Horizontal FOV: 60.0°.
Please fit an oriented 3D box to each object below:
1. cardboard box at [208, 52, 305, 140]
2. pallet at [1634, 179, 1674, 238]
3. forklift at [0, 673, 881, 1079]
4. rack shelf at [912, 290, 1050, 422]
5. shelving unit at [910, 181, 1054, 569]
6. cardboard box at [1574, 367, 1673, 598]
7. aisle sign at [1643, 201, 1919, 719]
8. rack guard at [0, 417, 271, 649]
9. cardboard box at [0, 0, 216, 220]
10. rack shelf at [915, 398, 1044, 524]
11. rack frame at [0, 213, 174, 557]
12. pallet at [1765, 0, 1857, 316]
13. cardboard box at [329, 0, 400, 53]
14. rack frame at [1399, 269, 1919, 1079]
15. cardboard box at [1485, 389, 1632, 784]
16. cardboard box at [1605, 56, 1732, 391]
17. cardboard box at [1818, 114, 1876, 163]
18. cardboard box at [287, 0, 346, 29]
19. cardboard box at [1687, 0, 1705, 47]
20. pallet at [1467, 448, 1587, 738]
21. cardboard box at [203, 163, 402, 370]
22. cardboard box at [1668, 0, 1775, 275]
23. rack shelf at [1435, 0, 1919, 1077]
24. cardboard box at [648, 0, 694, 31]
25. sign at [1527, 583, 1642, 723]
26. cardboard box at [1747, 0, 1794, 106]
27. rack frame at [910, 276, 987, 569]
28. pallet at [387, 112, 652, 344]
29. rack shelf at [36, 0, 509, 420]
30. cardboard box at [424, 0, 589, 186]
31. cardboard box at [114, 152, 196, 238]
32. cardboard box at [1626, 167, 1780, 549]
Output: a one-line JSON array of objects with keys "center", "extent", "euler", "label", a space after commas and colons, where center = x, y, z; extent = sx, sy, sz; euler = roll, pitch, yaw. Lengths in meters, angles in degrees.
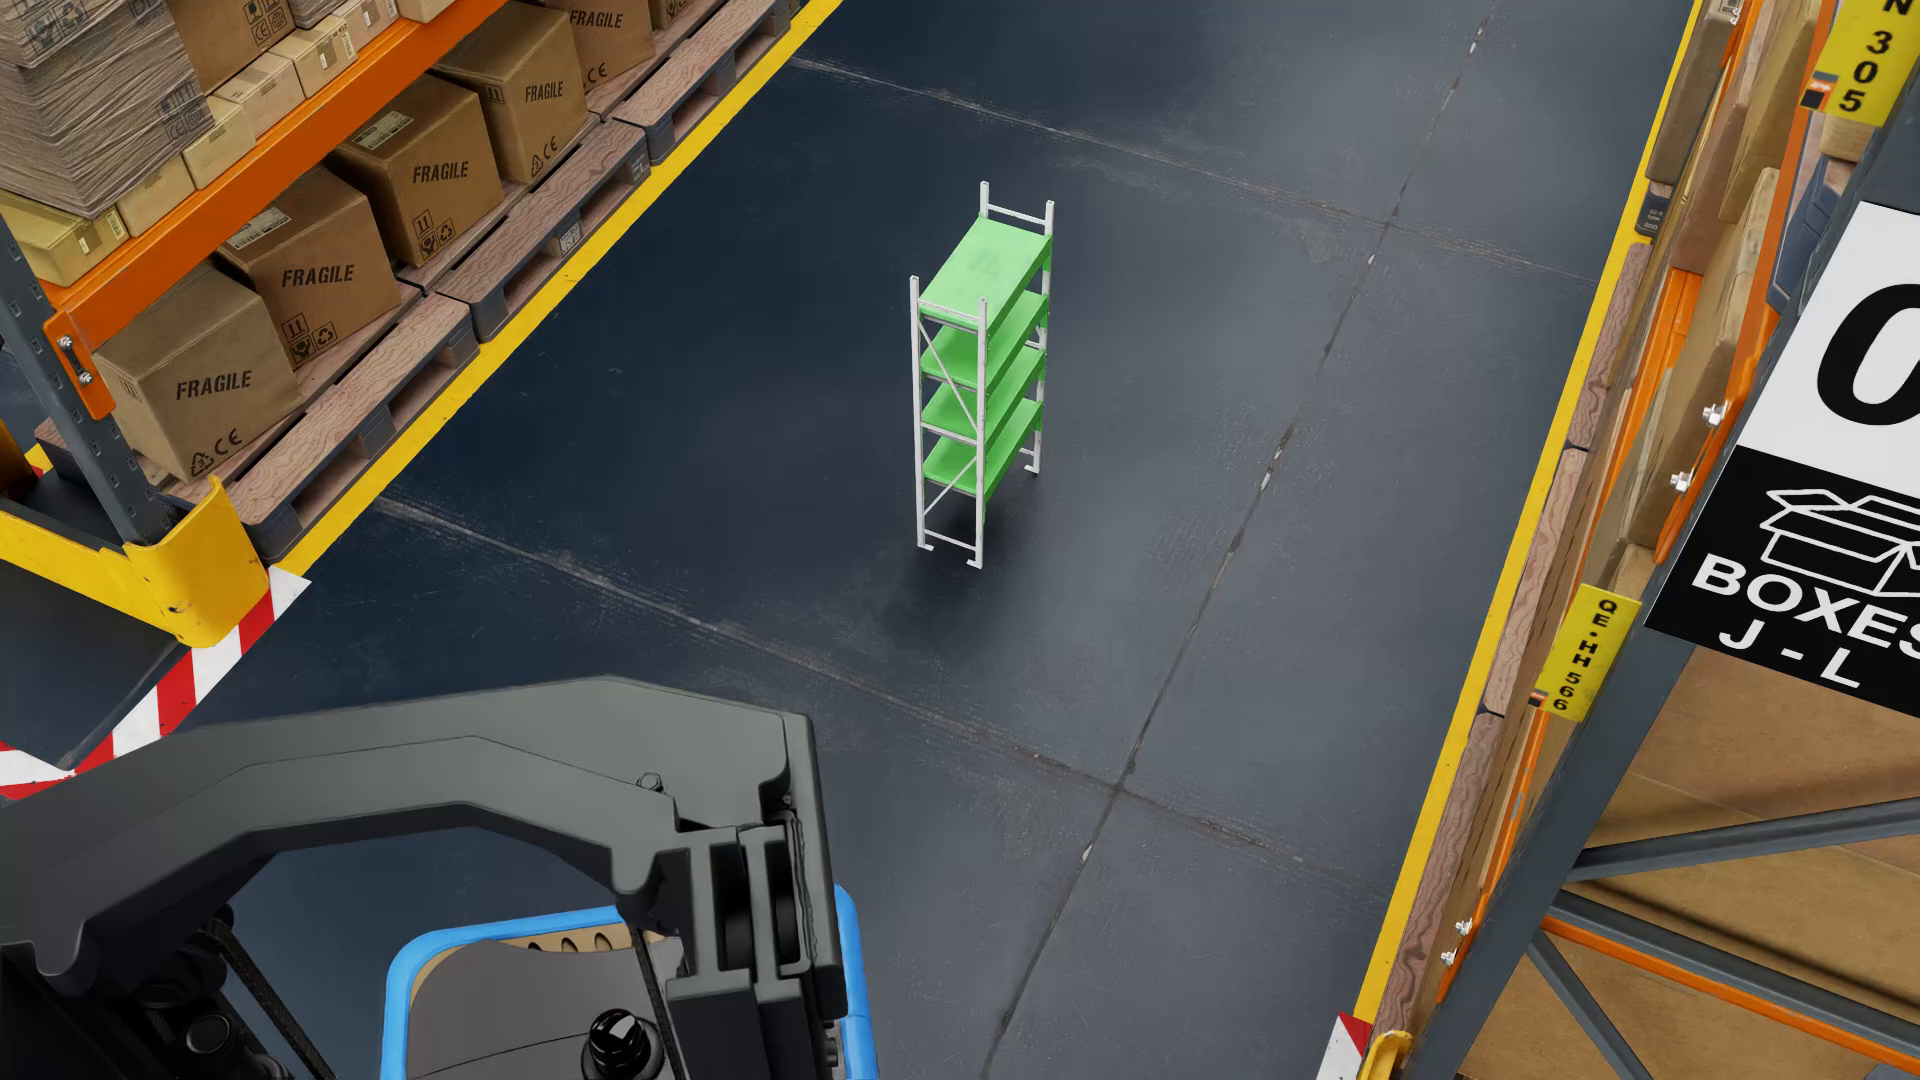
[{"center": [-2.273, -1.405, 5.141], "extent": [0.380, 0.149, 0.250], "euler": [20, 52, 16], "label": "cardboard box"}, {"center": [3.469, -1.579, 6.955], "extent": [1.003, 0.211, 1.213], "euler": [20, 52, 16], "label": "pallet"}, {"center": [-0.512, 1.661, 2.412], "extent": [1.130, 2.935, 3.031], "euler": [-7, 50, -6], "label": "forklift"}, {"center": [0.071, -0.617, 5.256], "extent": [0.258, 0.148, 0.480], "euler": [20, 52, 16], "label": "rack shelf"}, {"center": [0.071, -0.503, 5.390], "extent": [0.258, 1.200, 0.503], "euler": [20, 52, 16], "label": "shelving unit"}, {"center": [1.831, 0.123, 3.577], "extent": [0.875, 0.550, 0.550], "euler": [20, 52, 16], "label": "cardboard box"}, {"center": [1.197, -0.063, 2.128], "extent": [0.394, 0.787, 0.004], "euler": [20, 52, 16], "label": "aisle sign"}, {"center": [-2.910, -0.098, 5.505], "extent": [1.175, 0.500, 0.348], "euler": [20, 52, 16], "label": "rack guard"}, {"center": [-2.683, -1.354, 4.672], "extent": [0.875, 0.500, 0.500], "euler": [20, 52, 16], "label": "cardboard box"}, {"center": [0.071, -0.306, 5.621], "extent": [0.258, 0.148, 0.480], "euler": [20, 52, 16], "label": "rack shelf"}, {"center": [-2.943, -0.856, 4.509], "extent": [1.000, 3.000, 0.127], "euler": [20, 52, 16], "label": "rack frame"}, {"center": [1.806, -0.630, 2.405], "extent": [1.003, 0.211, 1.213], "euler": [20, 52, 16], "label": "pallet"}, {"center": [-2.077, -1.756, 5.439], "extent": [0.380, 0.149, 0.250], "euler": [20, 52, 16], "label": "cardboard box"}, {"center": [1.499, 0.828, 3.076], "extent": [1.000, 3.000, 0.127], "euler": [20, 52, 16], "label": "rack frame"}, {"center": [2.103, 0.285, 4.657], "extent": [0.875, 0.875, 0.875], "euler": [19, 52, 16], "label": "cardboard box"}, {"center": [2.875, -0.964, 5.720], "extent": [0.875, 0.875, 0.875], "euler": [21, 53, 17], "label": "cardboard box"}, {"center": [1.334, -0.571, 2.120], "extent": [0.380, 0.149, 0.250], "euler": [20, 52, 16], "label": "cardboard box"}, {"center": [-2.325, -2.068, 5.279], "extent": [0.875, 0.500, 0.500], "euler": [20, 52, 16], "label": "cardboard box"}, {"center": [3.807, -2.453, 7.069], "extent": [1.050, 0.750, 0.750], "euler": [20, 52, 16], "label": "cardboard box"}, {"center": [2.292, 0.318, 5.341], "extent": [1.003, 0.211, 1.213], "euler": [20, 52, 16], "label": "pallet"}, {"center": [-2.436, -1.029, 6.022], "extent": [0.500, 0.500, 0.500], "euler": [33, 57, 25], "label": "cardboard box"}, {"center": [2.509, -0.998, 4.531], "extent": [0.875, 0.550, 0.550], "euler": [20, 52, 16], "label": "cardboard box"}, {"center": [2.353, -0.316, 4.522], "extent": [1.077, 0.370, 4.000], "euler": [20, 52, 16], "label": "rack shelf"}, {"center": [-1.441, -2.674, 7.421], "extent": [0.500, 0.500, 0.500], "euler": [18, 52, 15], "label": "cardboard box"}, {"center": [1.014, 0.190, 2.703], "extent": [0.100, 0.325, 0.005], "euler": [20, 52, 16], "label": "sign"}, {"center": [2.534, -1.339, 4.112], "extent": [0.875, 0.550, 0.550], "euler": [20, 52, 16], "label": "cardboard box"}, {"center": [-0.034, -0.335, 5.247], "extent": [0.240, 1.200, 0.015], "euler": [20, 52, 16], "label": "rack frame"}, {"center": [-2.009, -1.389, 6.793], "extent": [1.003, 0.211, 1.213], "euler": [20, 52, 16], "label": "pallet"}, {"center": [-2.088, -2.000, 5.954], "extent": [1.077, 0.370, 4.000], "euler": [20, 52, 16], "label": "rack shelf"}, {"center": [-1.873, -1.824, 6.698], "extent": [0.500, 0.500, 0.500], "euler": [16, 51, 13], "label": "cardboard box"}, {"center": [-2.481, -1.059, 4.846], "extent": [0.380, 0.149, 0.250], "euler": [20, 52, 16], "label": "cardboard box"}, {"center": [1.844, -0.222, 3.162], "extent": [0.875, 0.550, 0.550], "euler": [20, 52, 16], "label": "cardboard box"}]
